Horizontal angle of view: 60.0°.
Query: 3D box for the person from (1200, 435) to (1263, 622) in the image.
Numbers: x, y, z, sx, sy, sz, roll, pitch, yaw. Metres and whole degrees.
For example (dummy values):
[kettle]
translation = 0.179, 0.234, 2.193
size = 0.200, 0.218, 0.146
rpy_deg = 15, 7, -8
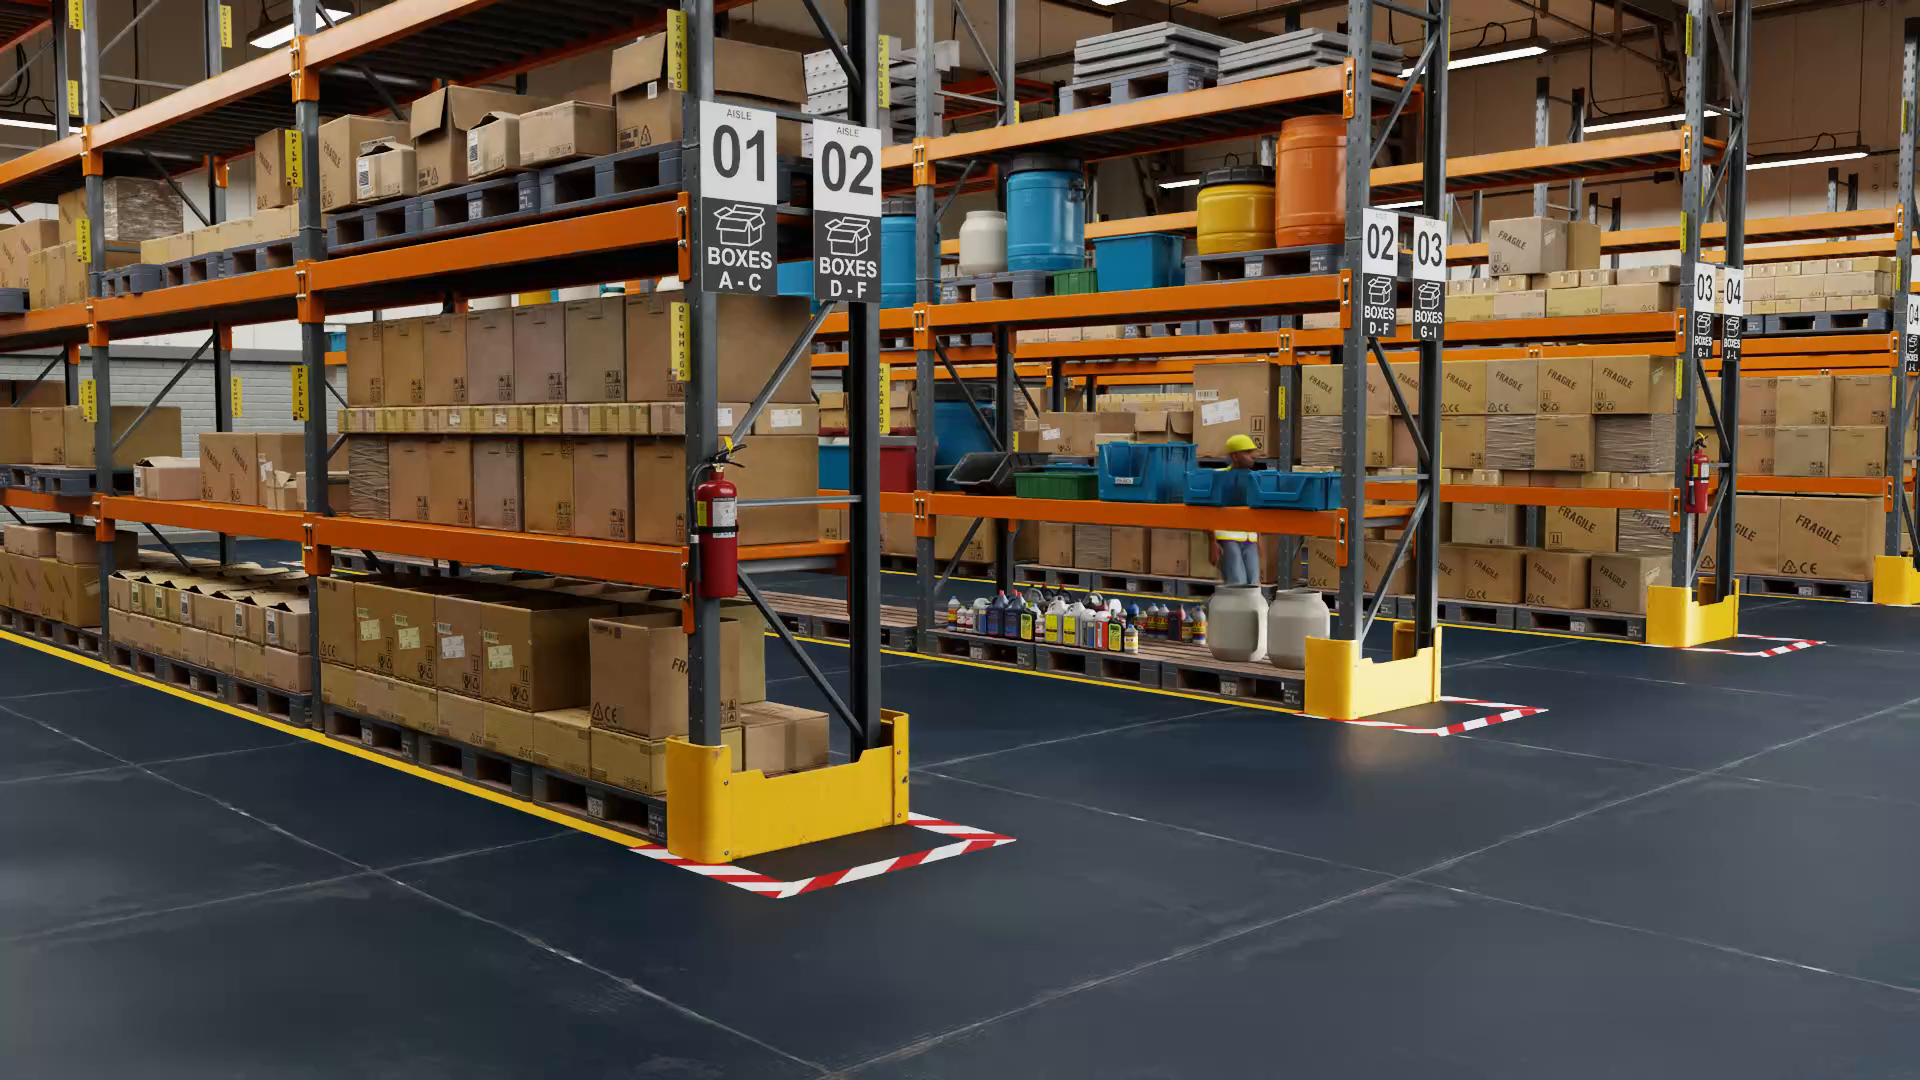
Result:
[person]
translation = 2.211, 0.016, 13.622
size = 0.673, 1.757, 0.644
rpy_deg = -4, 5, -42
